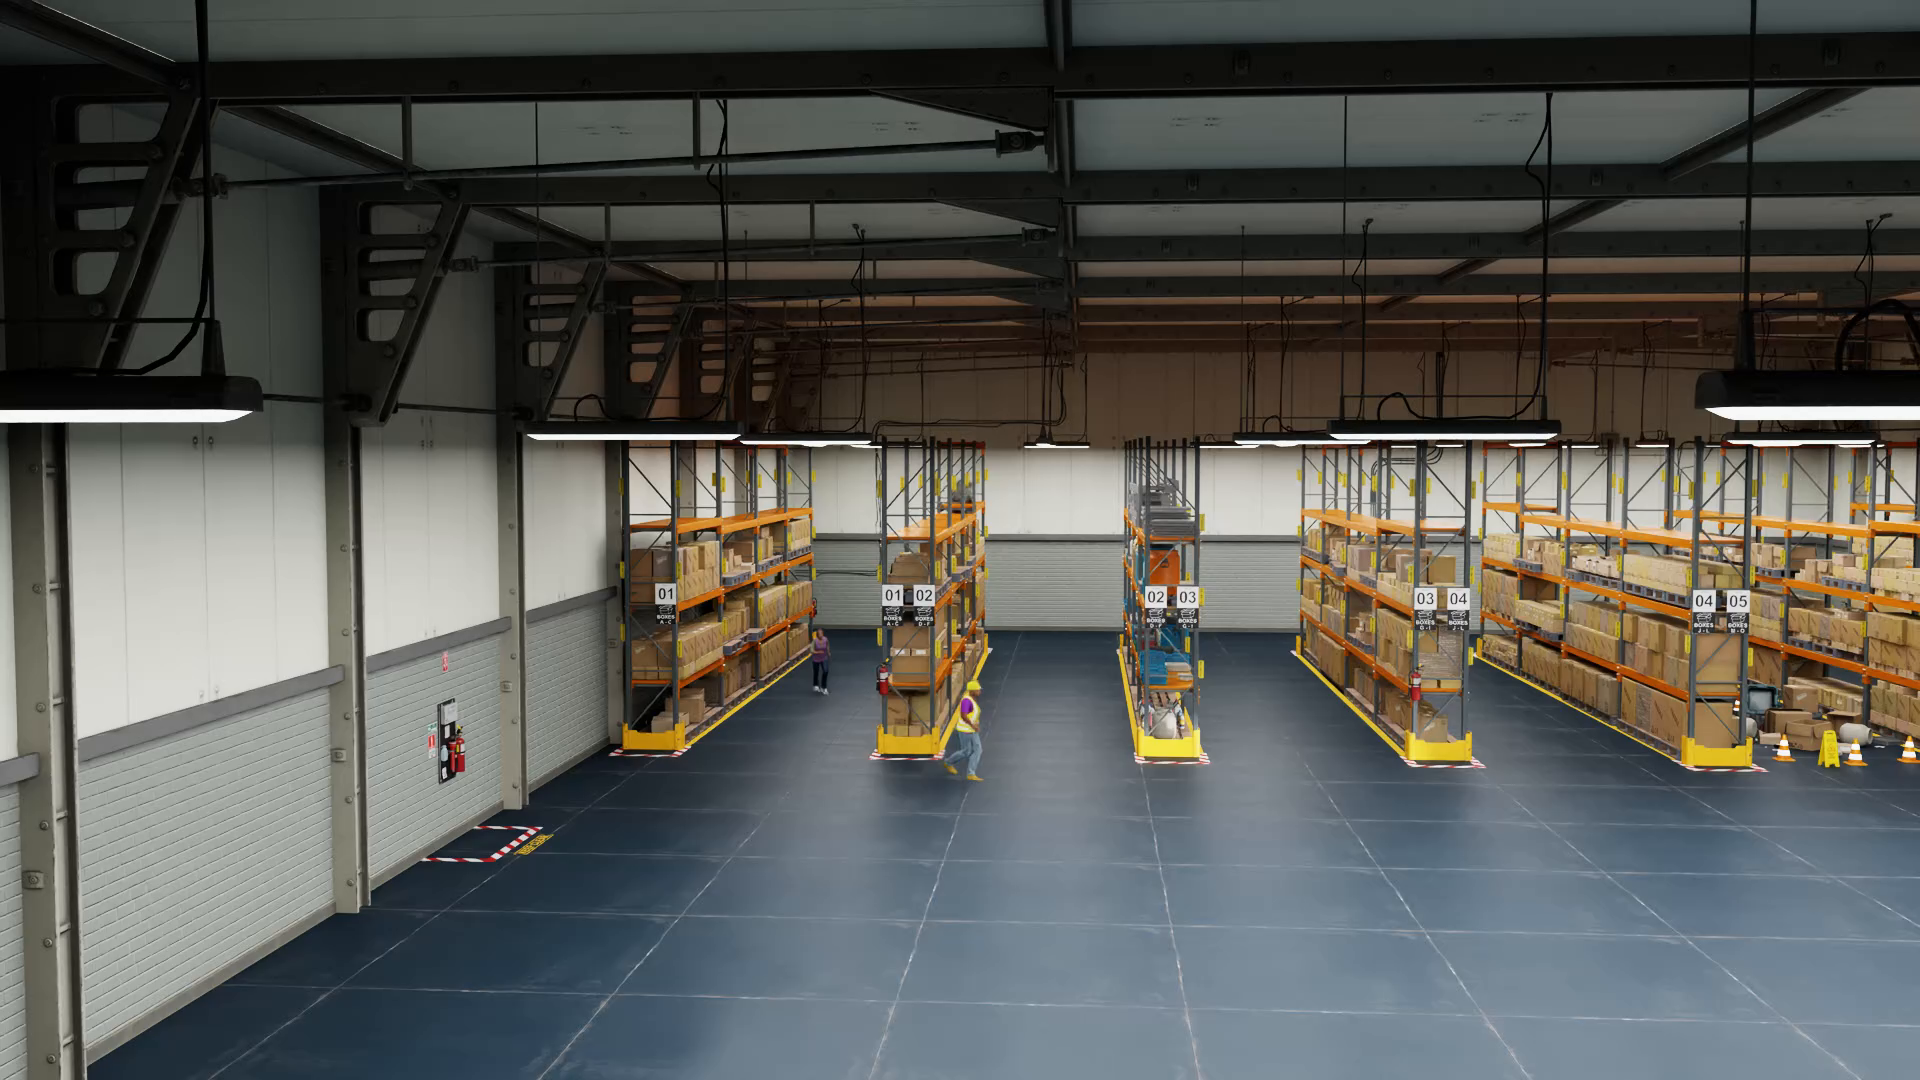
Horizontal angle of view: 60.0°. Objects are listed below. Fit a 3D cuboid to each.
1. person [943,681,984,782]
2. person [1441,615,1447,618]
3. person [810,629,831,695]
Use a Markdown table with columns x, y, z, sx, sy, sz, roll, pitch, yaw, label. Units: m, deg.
| x | y | z | sx | sy | sz | roll | pitch | yaw | label |
| --- | --- | --- | --- | --- | --- | --- | --- | --- | --- |
| 0.042 | 3.315 | 28.910 | 0.782 | 1.739 | 0.678 | 1 | 3 | 24 | person |
| 13.043 | 2.460 | 45.640 | 0.776 | 1.683 | 0.546 | 2 | 3 | 28 | person |
| -3.292 | 2.854 | 39.183 | 0.541 | 1.560 | 0.898 | -1 | 3 | -15 | person |
